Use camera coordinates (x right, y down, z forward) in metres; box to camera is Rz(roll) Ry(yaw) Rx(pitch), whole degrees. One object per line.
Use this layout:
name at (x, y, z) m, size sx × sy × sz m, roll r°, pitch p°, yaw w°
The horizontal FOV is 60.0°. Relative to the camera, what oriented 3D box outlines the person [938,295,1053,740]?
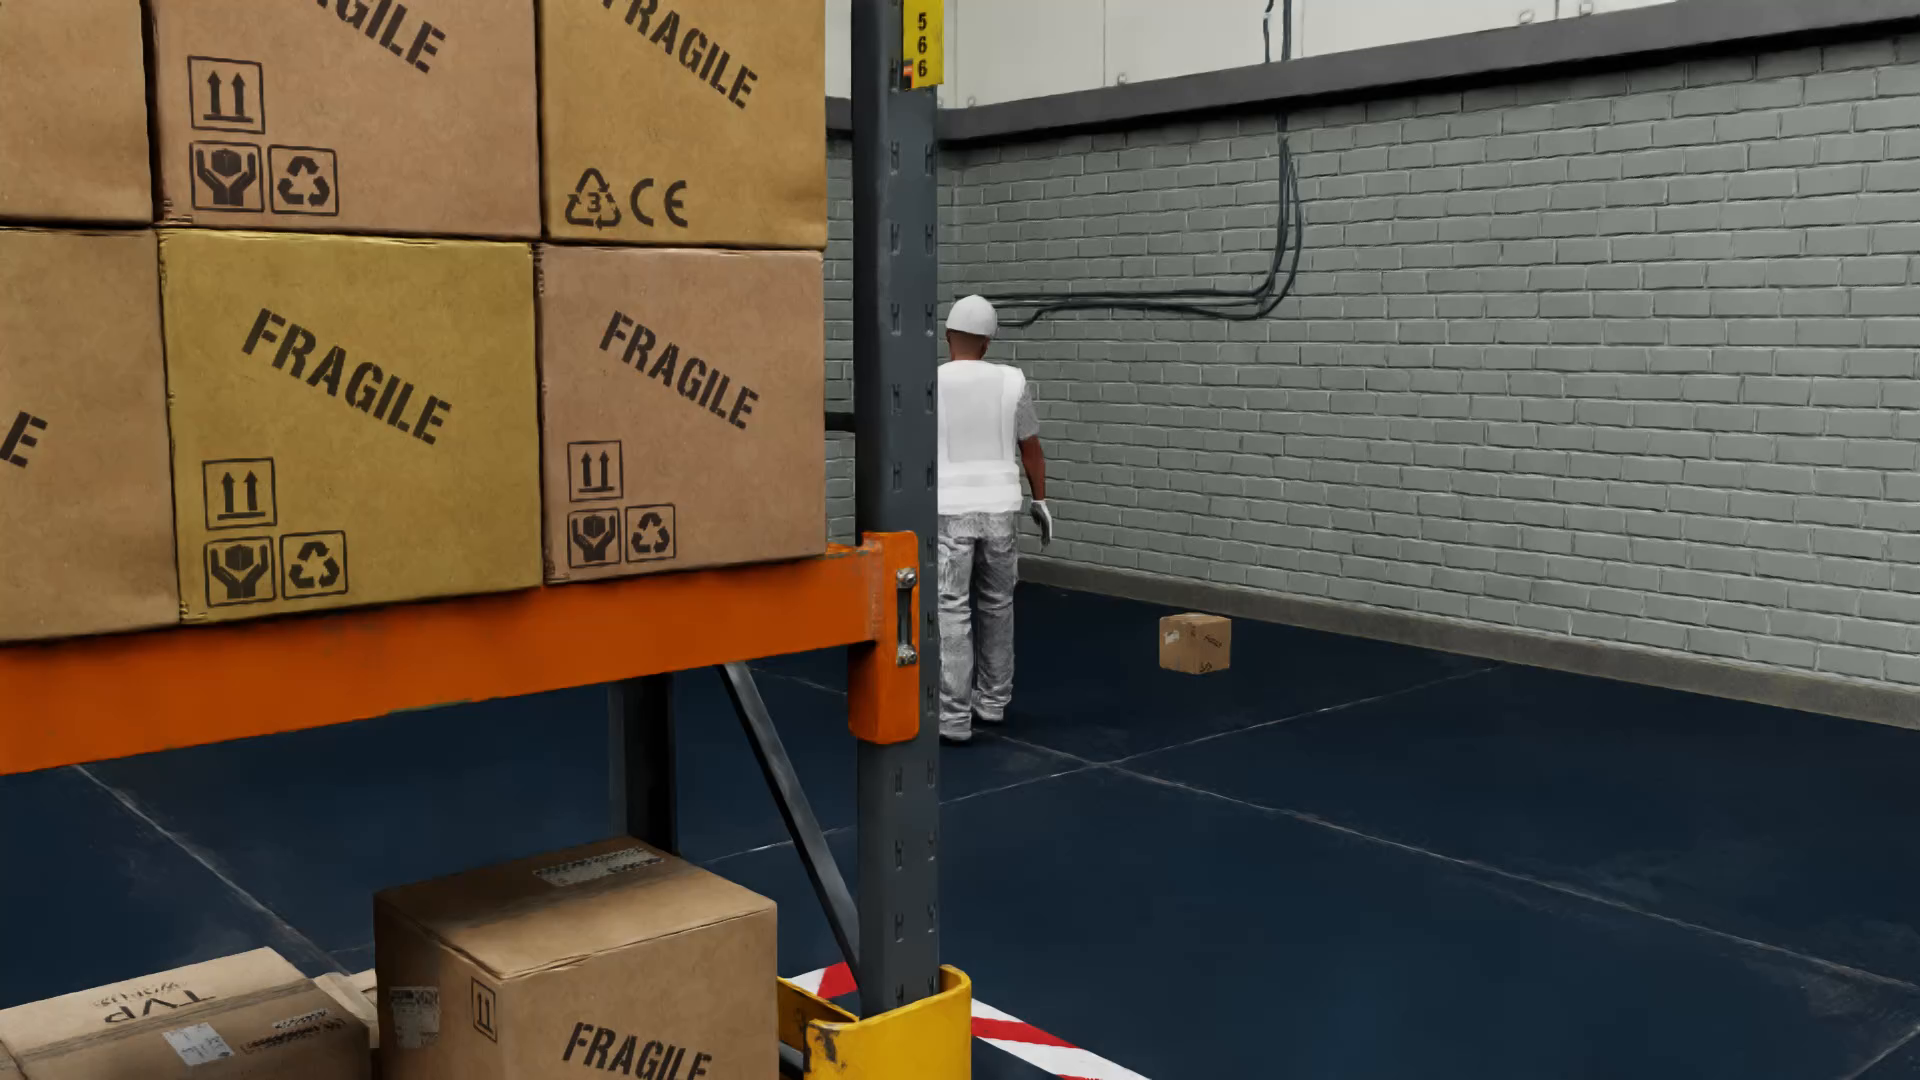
person at (0.050, -0.113, 6.875) m, size 0.684 × 1.783 × 0.589 m, roll -3°, pitch 8°, yaw -19°
